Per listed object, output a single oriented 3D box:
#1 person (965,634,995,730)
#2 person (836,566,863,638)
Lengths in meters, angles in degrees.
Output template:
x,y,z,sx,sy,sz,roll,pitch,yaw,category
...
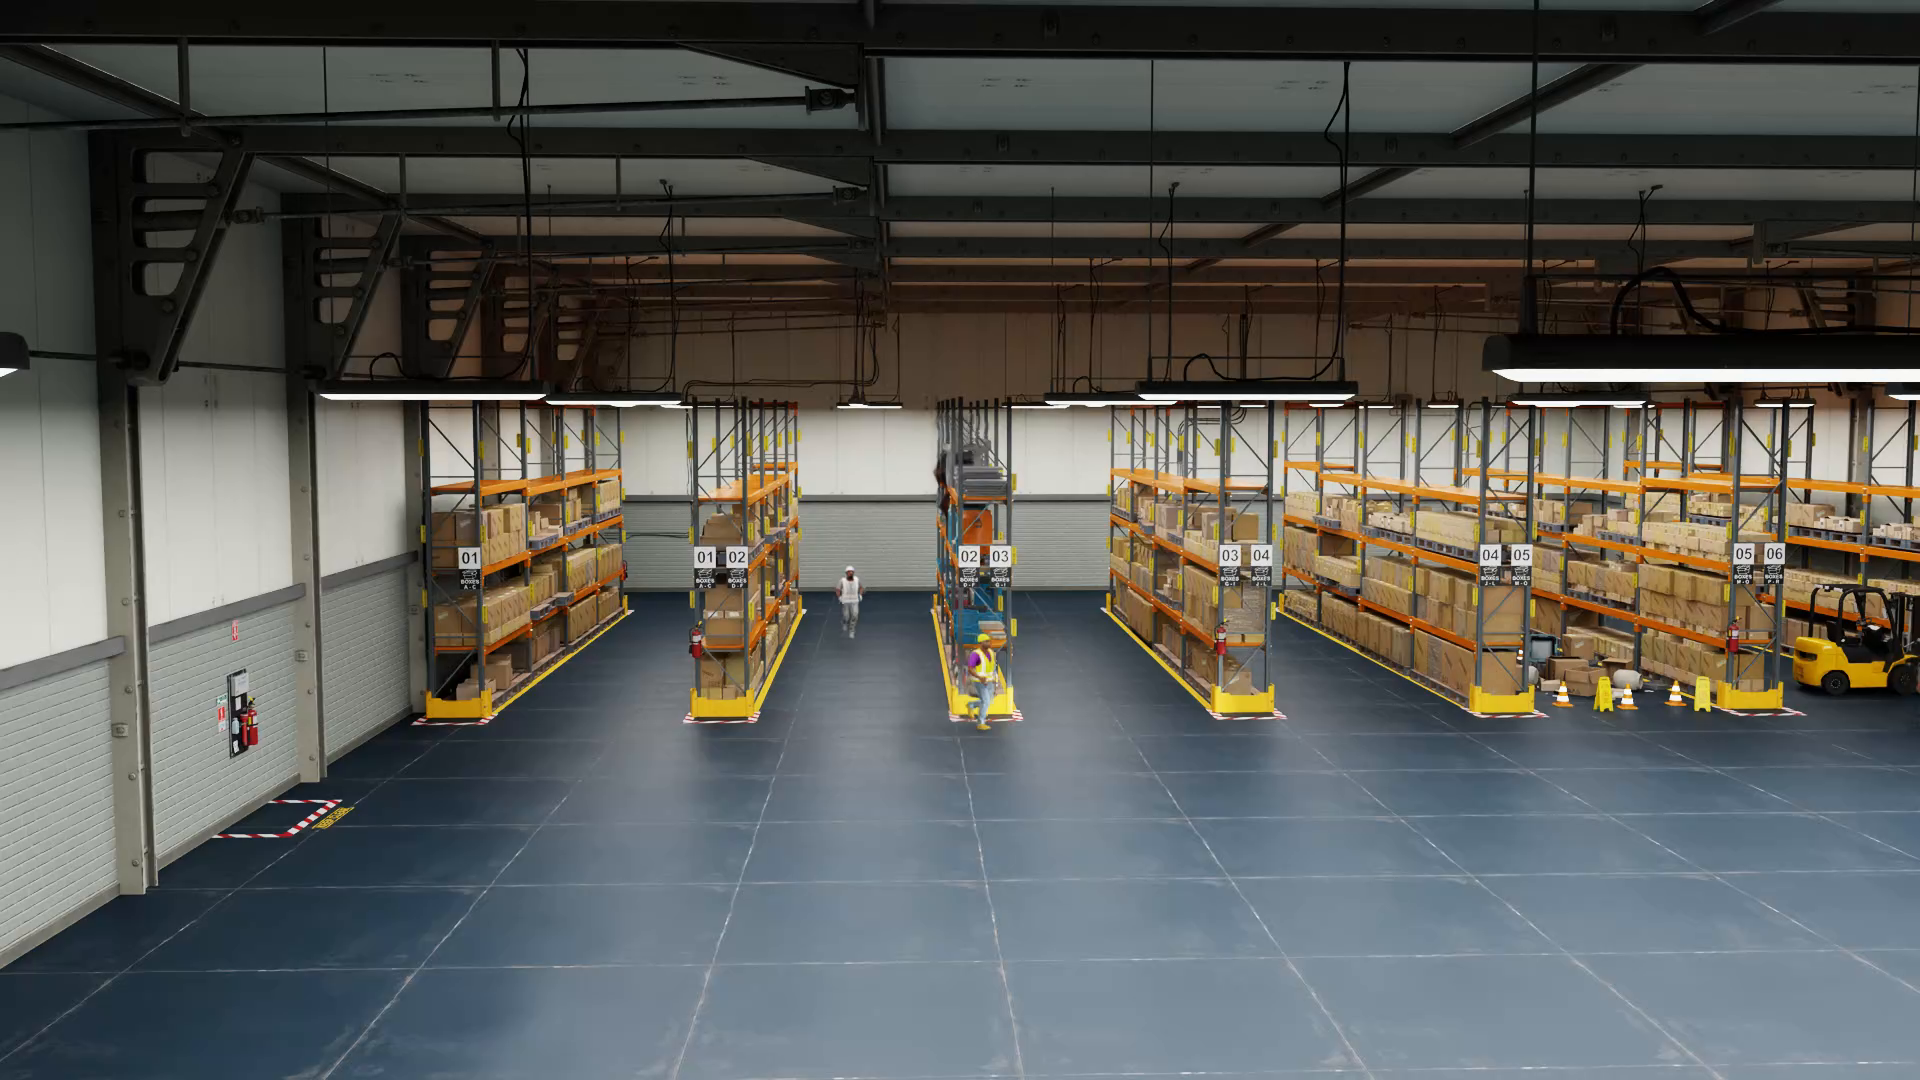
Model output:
x,y,z,sx,sy,sz,roll,pitch,yaw,category
0.365,2.546,30.068,0.673,1.735,0.715,4,6,38,person
-2.662,1.490,40.242,0.693,1.715,0.764,-1,5,-13,person
